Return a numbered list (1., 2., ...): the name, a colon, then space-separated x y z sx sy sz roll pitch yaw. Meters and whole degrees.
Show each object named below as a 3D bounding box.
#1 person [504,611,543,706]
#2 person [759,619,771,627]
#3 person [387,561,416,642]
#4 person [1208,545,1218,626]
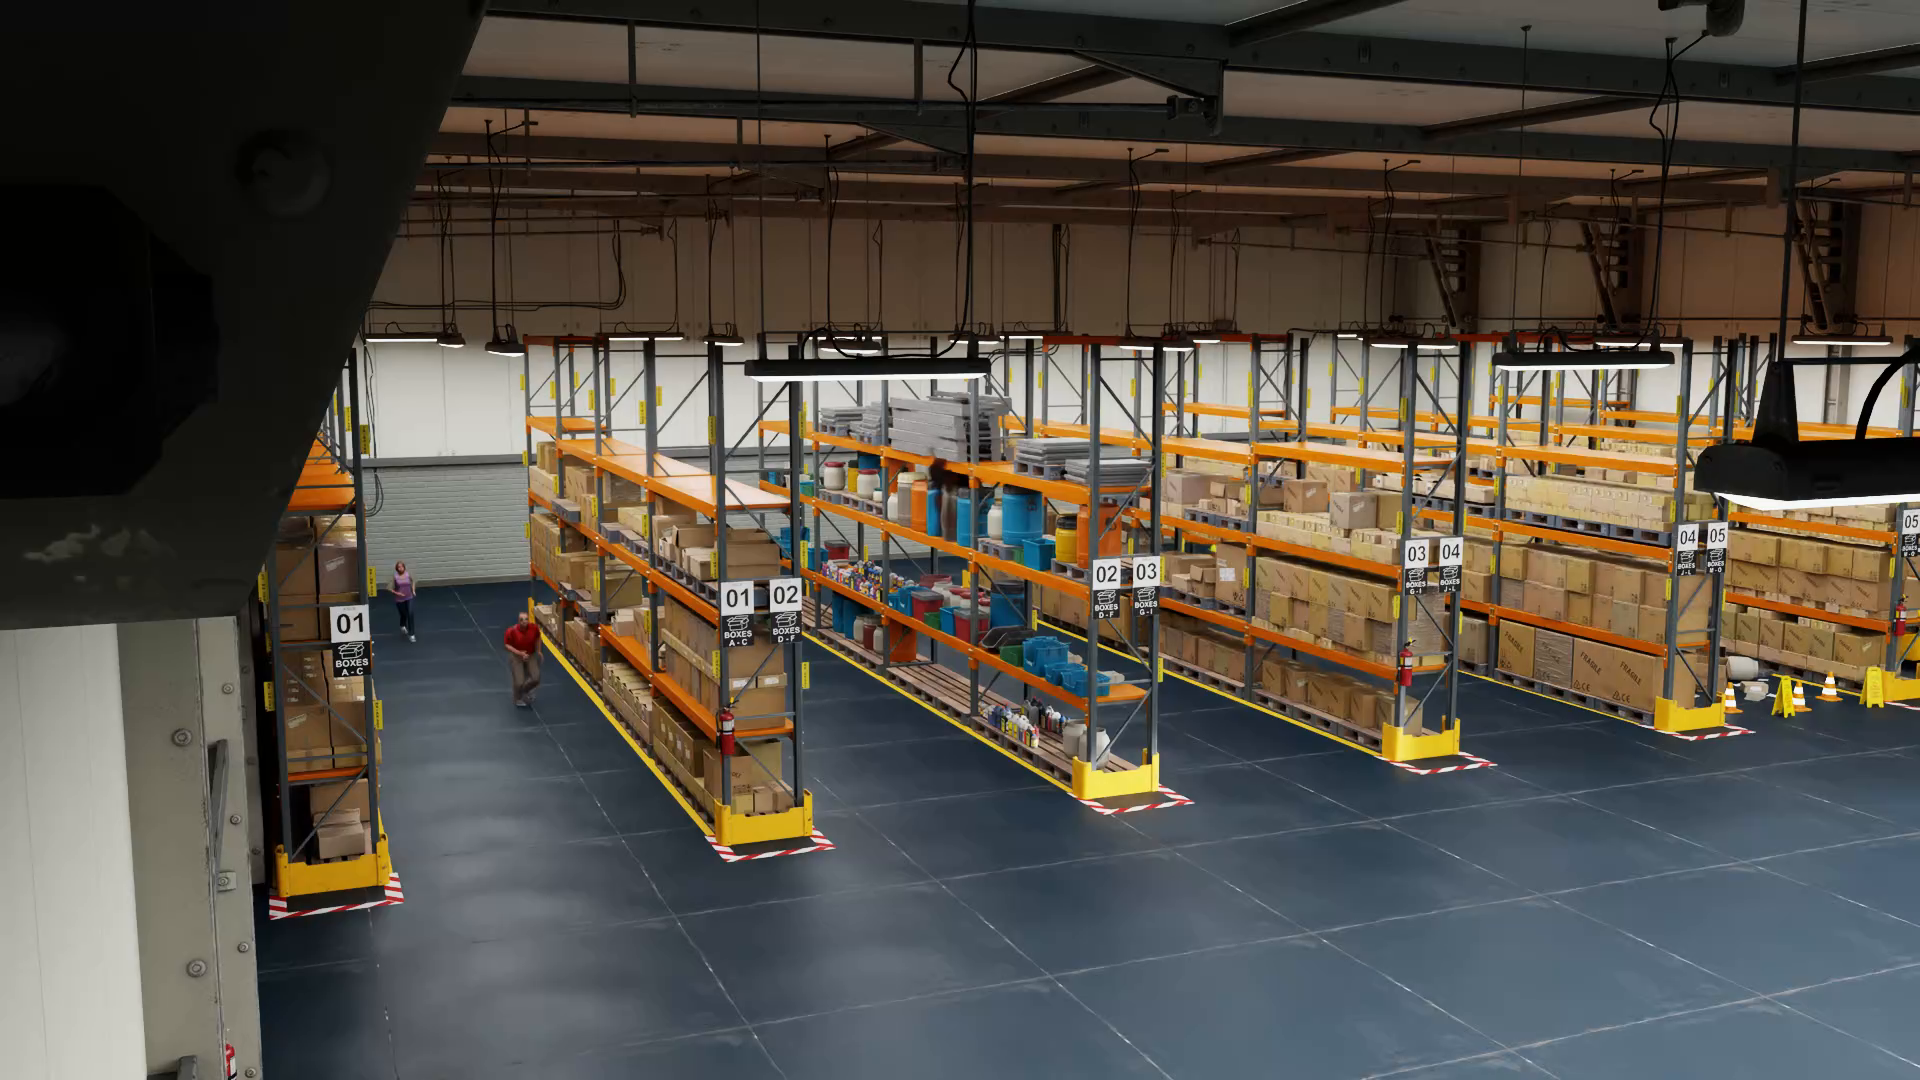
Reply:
1. person: -7.118 1.937 27.126 0.656 1.613 0.789 -5 9 -33
2. person: -3.628 1.421 30.781 0.688 1.673 0.793 -5 9 -31
3. person: -11.020 1.202 32.853 0.569 1.561 0.836 -5 9 -33
4. person: 5.131 0.905 34.764 0.749 1.718 1.039 -4 9 -28
